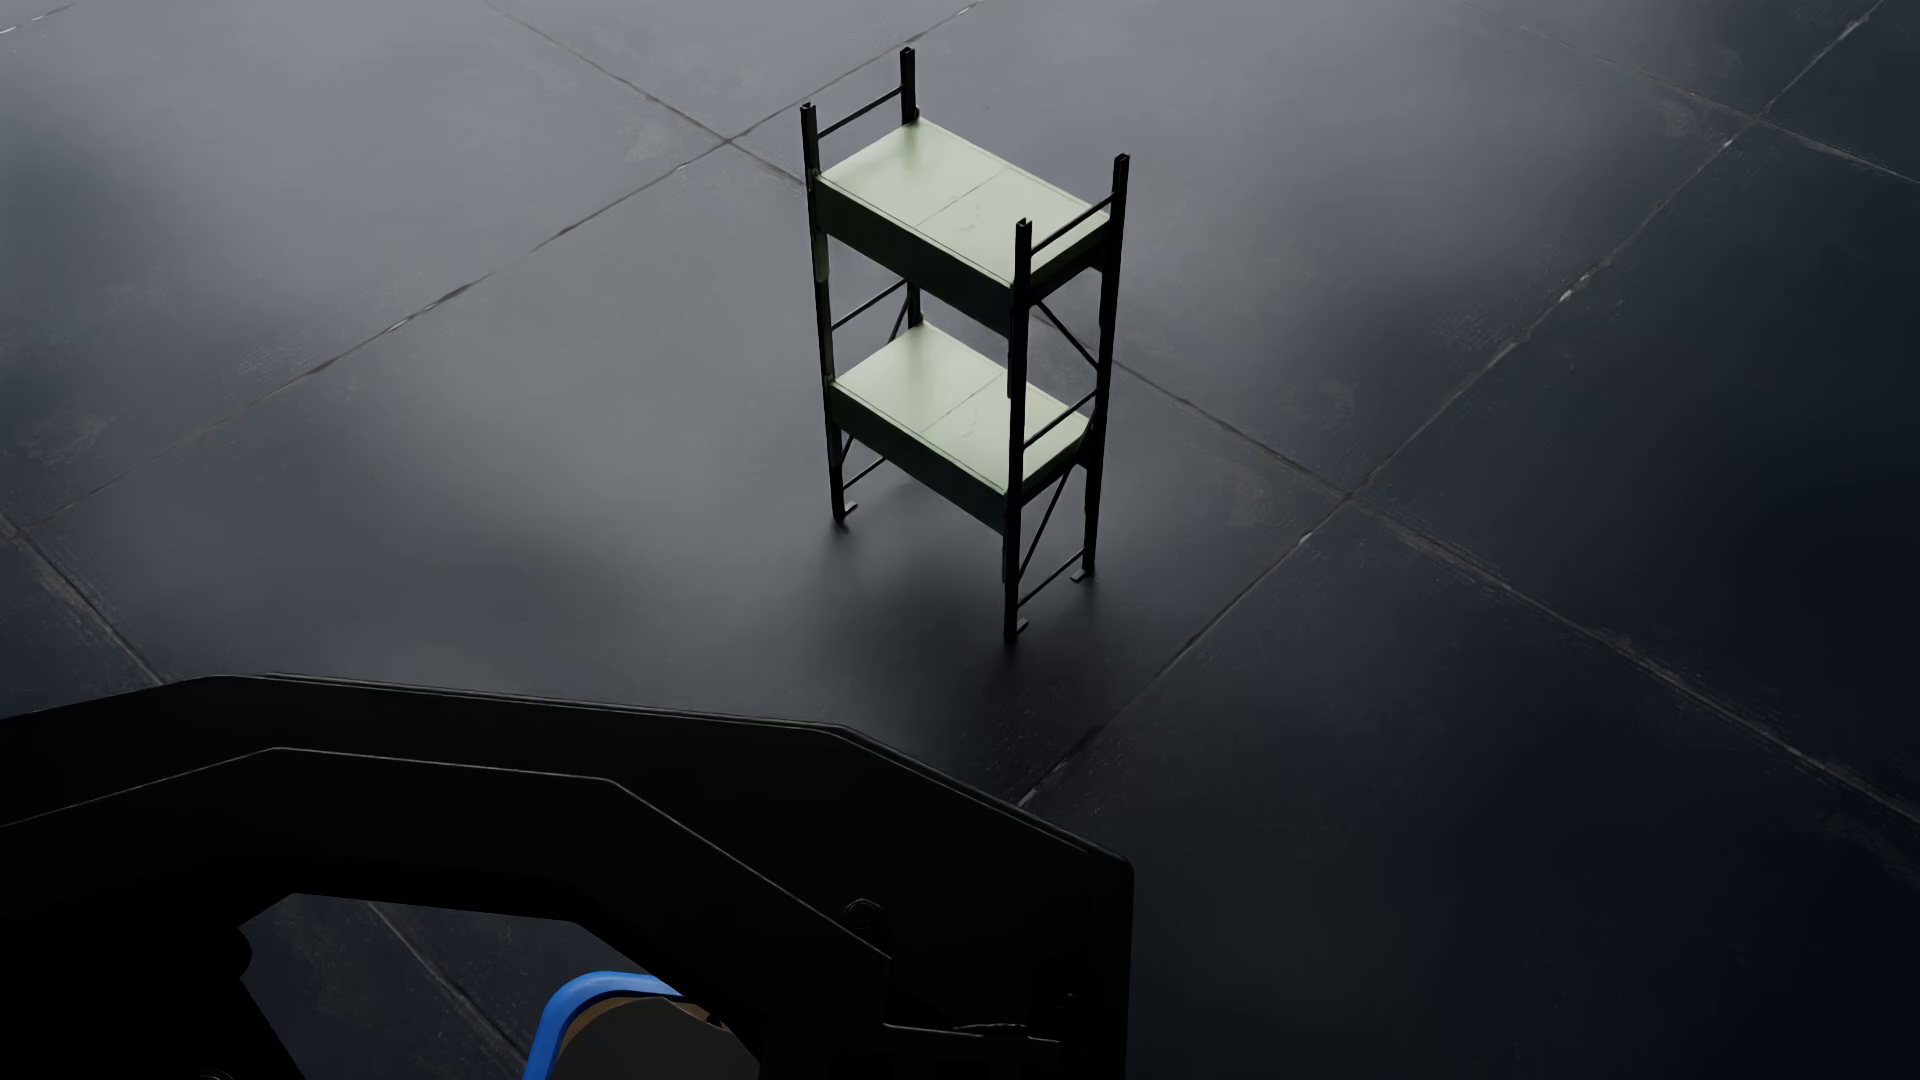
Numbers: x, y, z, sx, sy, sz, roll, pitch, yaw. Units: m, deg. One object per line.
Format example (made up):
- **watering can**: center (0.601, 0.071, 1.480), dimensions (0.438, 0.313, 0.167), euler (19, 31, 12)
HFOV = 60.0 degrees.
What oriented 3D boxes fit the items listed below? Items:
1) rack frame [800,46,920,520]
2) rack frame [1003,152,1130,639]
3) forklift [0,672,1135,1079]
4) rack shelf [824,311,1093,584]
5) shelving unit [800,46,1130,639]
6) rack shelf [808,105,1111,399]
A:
- **rack frame**: center (-0.264, -0.691, 4.870), dimensions (0.023, 1.500, 0.400), euler (34, 55, 28)
- **rack frame**: center (0.274, -0.329, 4.530), dimensions (0.023, 1.500, 0.400), euler (34, 55, 28)
- **forklift**: center (-0.415, 1.626, 1.713), dimensions (1.130, 2.935, 3.031), euler (5, 47, 4)
- **rack shelf**: center (0.005, -0.287, 4.938), dimensions (0.720, 0.370, 0.431), euler (34, 55, 28)
- **shelving unit**: center (0.005, -0.510, 4.700), dimensions (0.755, 1.500, 0.431), euler (34, 55, 28)
- **rack shelf**: center (0.005, -0.777, 4.416), dimensions (0.720, 0.370, 0.431), euler (34, 55, 28)
